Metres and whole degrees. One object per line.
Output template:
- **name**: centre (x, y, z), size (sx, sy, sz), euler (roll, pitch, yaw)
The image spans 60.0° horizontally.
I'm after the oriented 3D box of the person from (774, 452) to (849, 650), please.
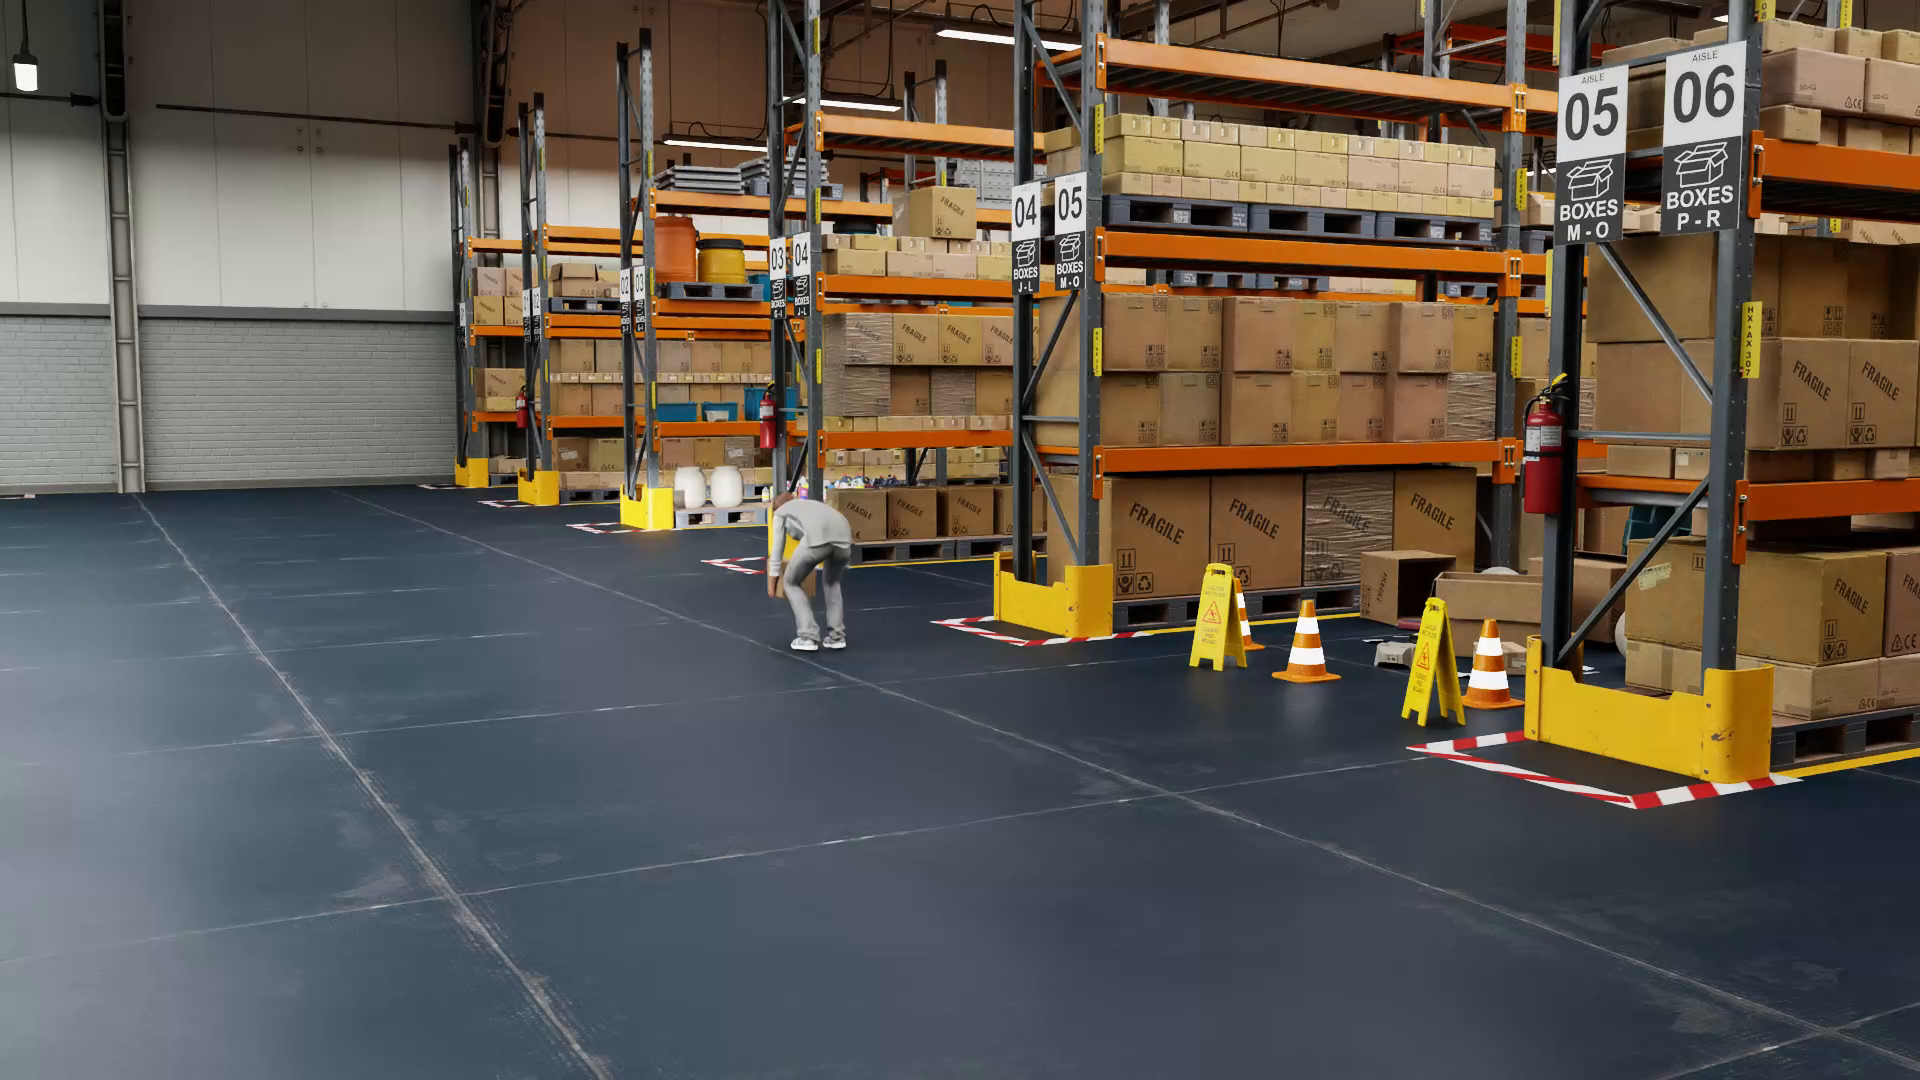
- **person**: centre (-1.017, 0.071, 11.131), size (0.385, 1.293, 0.780), euler (-3, 6, -30)
